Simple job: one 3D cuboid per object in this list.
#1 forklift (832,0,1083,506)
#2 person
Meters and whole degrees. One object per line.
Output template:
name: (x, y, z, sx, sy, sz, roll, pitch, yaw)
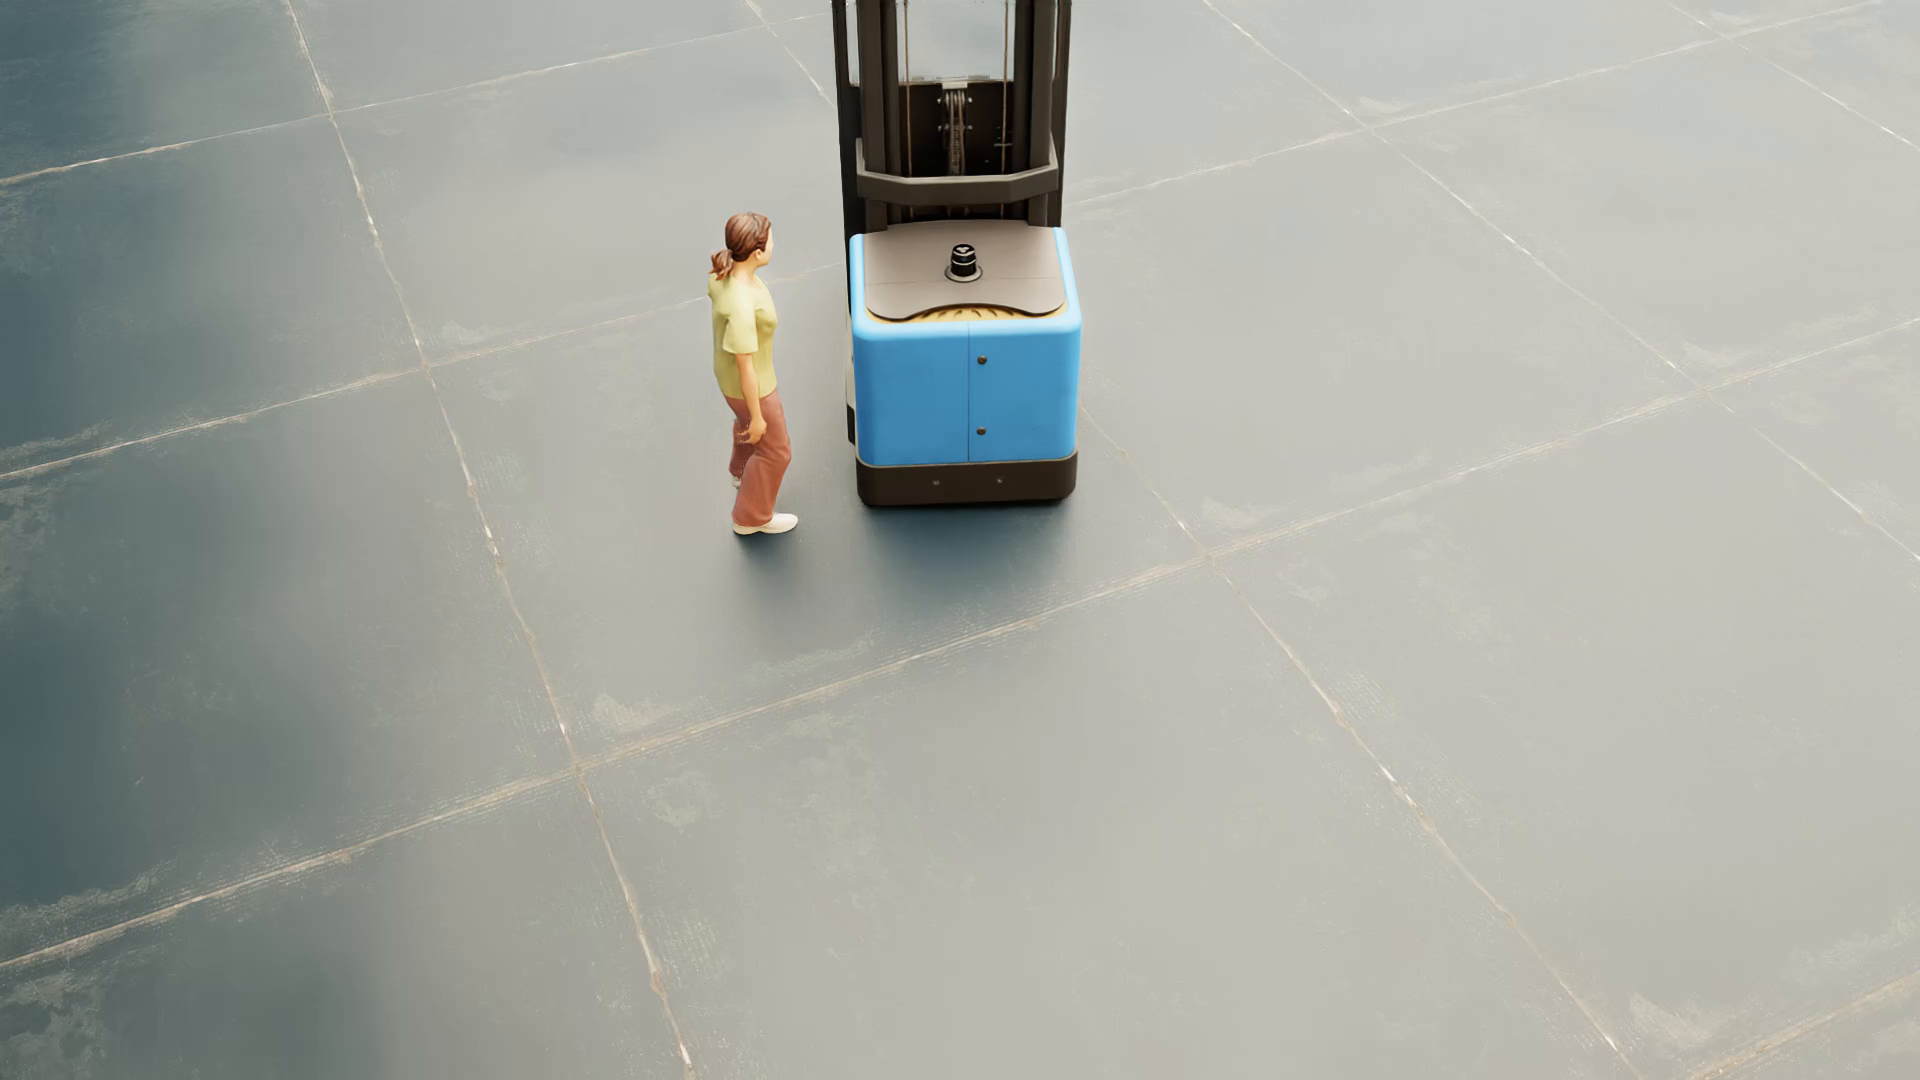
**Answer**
forklift: (-0.054, -2.229, 8.069, 1.130, 2.935, 3.031, -2, 43, -3)
person: (-0.932, -0.743, 7.419, 0.369, 1.650, 0.737, -14, 45, -14)
